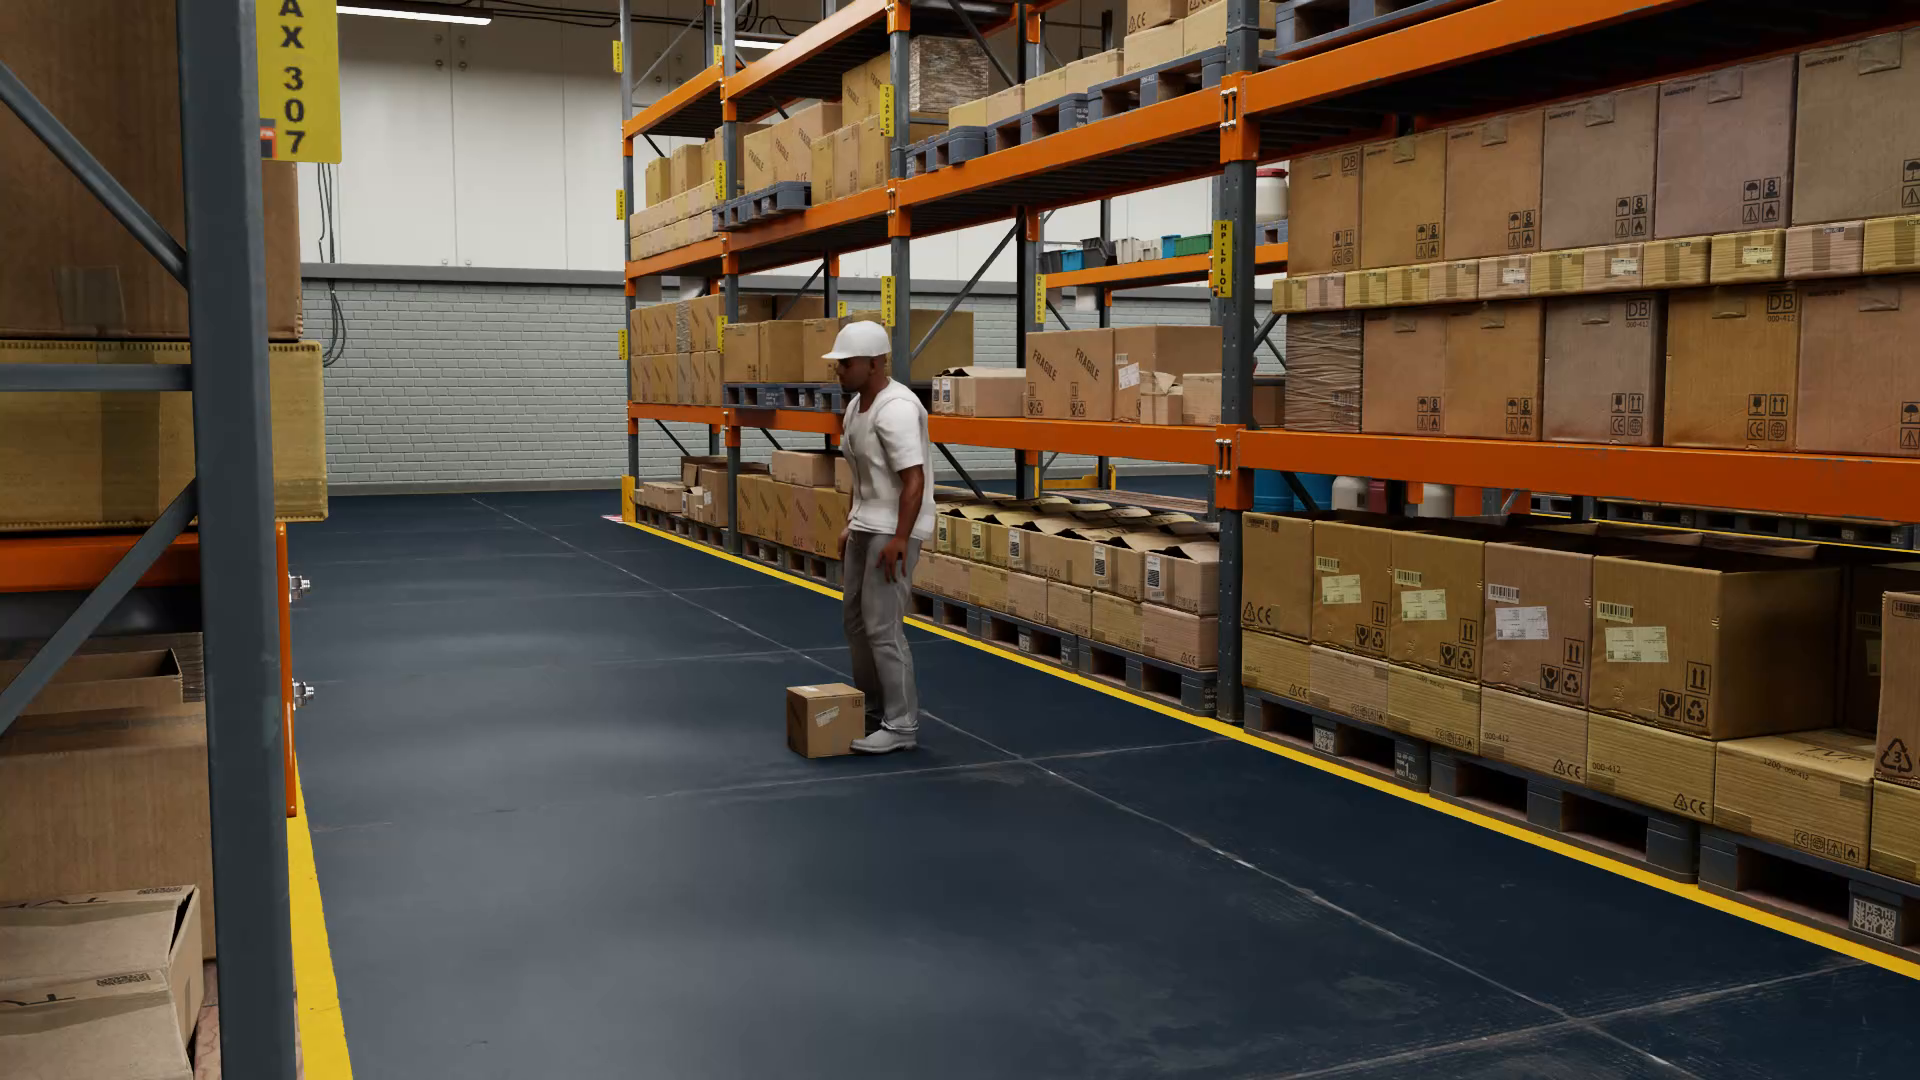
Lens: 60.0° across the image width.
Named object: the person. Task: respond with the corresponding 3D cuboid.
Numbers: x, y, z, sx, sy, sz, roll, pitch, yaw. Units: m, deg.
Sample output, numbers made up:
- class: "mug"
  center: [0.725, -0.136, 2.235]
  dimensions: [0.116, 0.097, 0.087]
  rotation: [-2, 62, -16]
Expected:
- class: "person"
  center: [-0.350, -0.020, 6.882]
  dimensions: [0.460, 1.760, 0.625]
  rotation: [-2, 6, -24]
